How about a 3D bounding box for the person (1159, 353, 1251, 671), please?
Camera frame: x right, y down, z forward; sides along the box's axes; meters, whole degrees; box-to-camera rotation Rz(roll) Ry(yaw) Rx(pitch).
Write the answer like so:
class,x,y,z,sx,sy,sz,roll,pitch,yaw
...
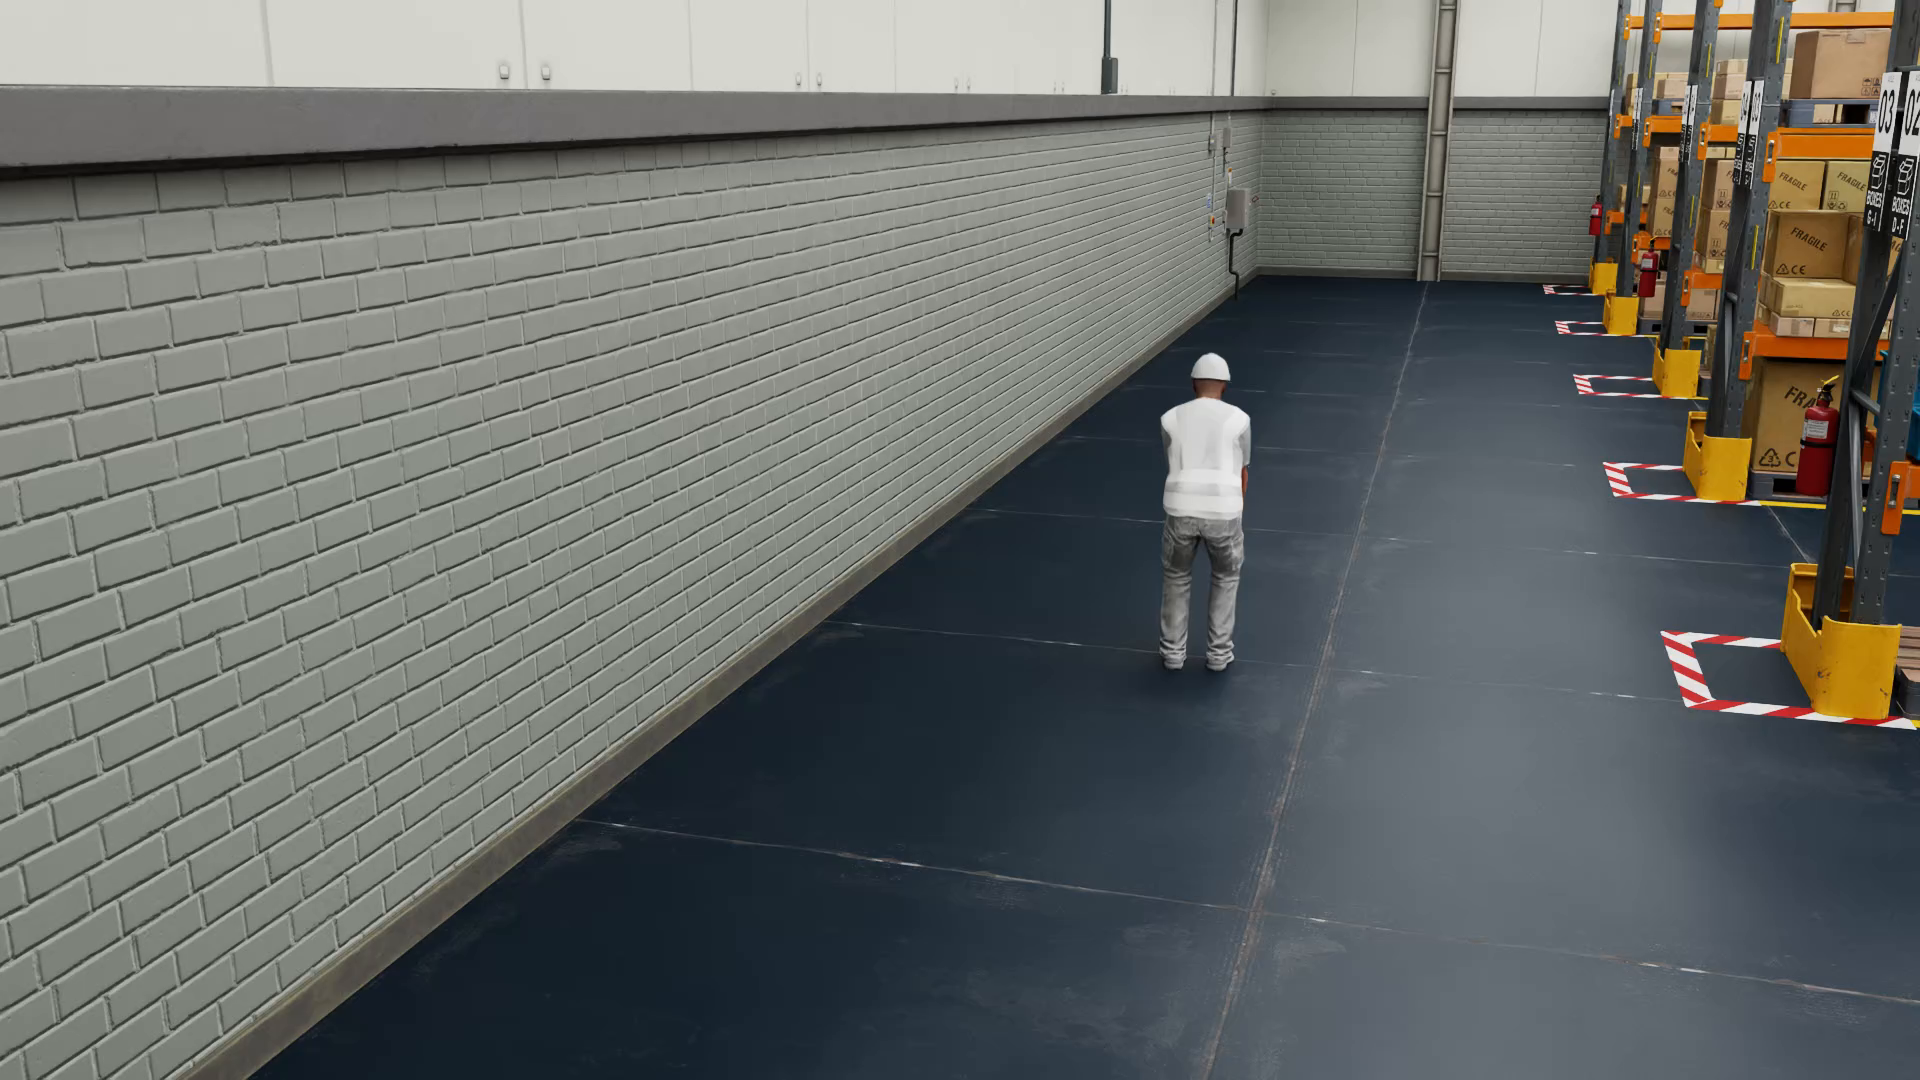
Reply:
class,x,y,z,sx,sy,sz,roll,pitch,yaw
person,1.338,-0.155,9.171,0.485,1.725,0.621,4,15,15
